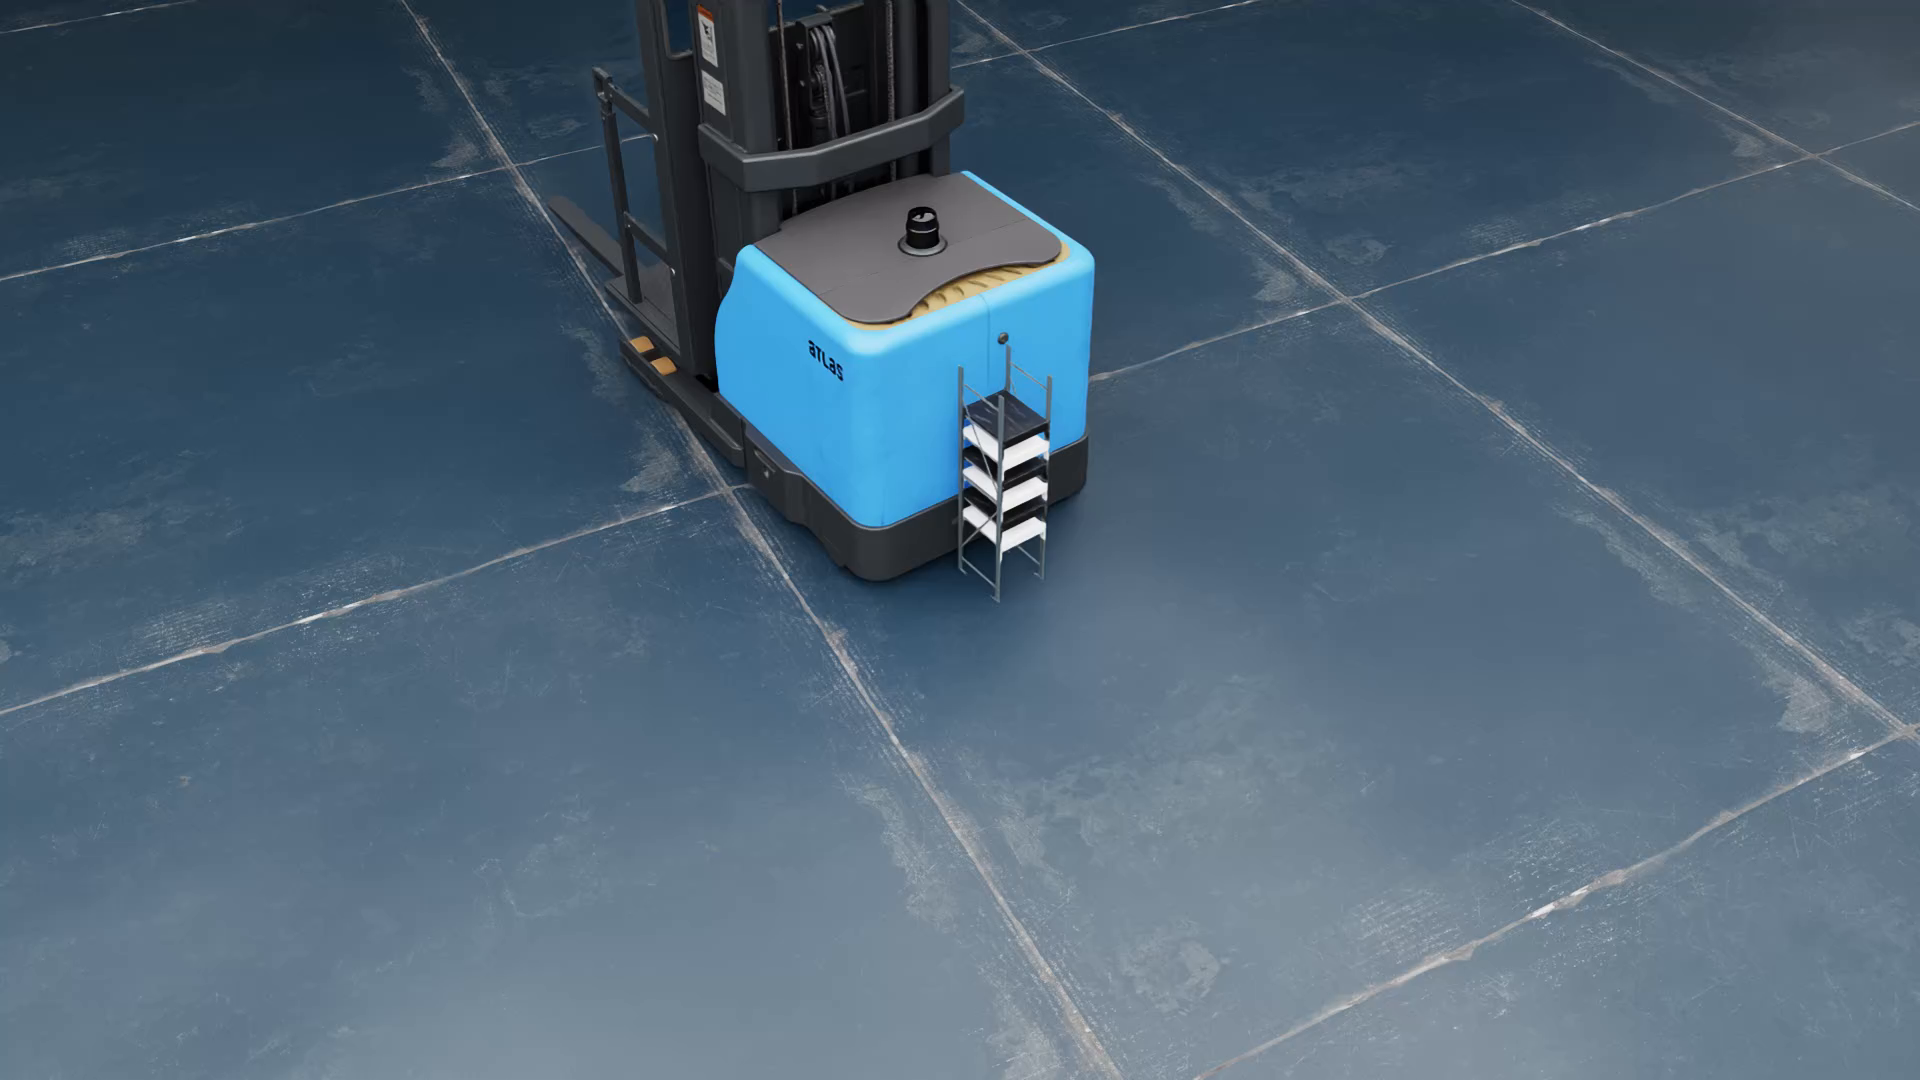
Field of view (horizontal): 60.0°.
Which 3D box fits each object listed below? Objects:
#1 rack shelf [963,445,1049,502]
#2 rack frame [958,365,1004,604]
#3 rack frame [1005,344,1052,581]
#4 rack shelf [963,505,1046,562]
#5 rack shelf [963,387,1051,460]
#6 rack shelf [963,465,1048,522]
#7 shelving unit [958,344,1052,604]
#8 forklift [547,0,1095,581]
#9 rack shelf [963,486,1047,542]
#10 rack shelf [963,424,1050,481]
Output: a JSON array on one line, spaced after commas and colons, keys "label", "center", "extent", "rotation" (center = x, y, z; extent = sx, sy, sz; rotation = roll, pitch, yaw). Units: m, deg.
[{"label": "rack shelf", "center": [0.150, -0.261, 5.774], "extent": [0.200, 0.077, 0.258], "rotation": [-26, 47, -27]}, {"label": "rack frame", "center": [0.069, -0.178, 5.764], "extent": [0.006, 0.900, 0.240], "rotation": [-26, 47, -27]}, {"label": "rack frame", "center": [0.231, -0.257, 5.857], "extent": [0.006, 0.900, 0.240], "rotation": [-26, 47, -27]}, {"label": "rack shelf", "center": [0.150, -0.055, 5.948], "extent": [0.200, 0.077, 0.258], "rotation": [-26, 47, -27]}, {"label": "rack shelf", "center": [0.150, -0.398, 5.658], "extent": [0.200, 0.077, 0.258], "rotation": [-26, 47, -27]}, {"label": "rack shelf", "center": [0.150, -0.192, 5.832], "extent": [0.200, 0.077, 0.258], "rotation": [-26, 47, -27]}, {"label": "shelving unit", "center": [0.150, -0.218, 5.811], "extent": [0.210, 0.900, 0.258], "rotation": [-26, 47, -27]}, {"label": "forklift", "center": [-0.782, -1.880, 6.203], "extent": [1.130, 2.935, 3.031], "rotation": [-25, 46, -27]}, {"label": "rack shelf", "center": [0.150, -0.124, 5.890], "extent": [0.200, 0.077, 0.258], "rotation": [-26, 47, -27]}, {"label": "rack shelf", "center": [0.150, -0.330, 5.716], "extent": [0.200, 0.077, 0.258], "rotation": [-26, 47, -27]}]
